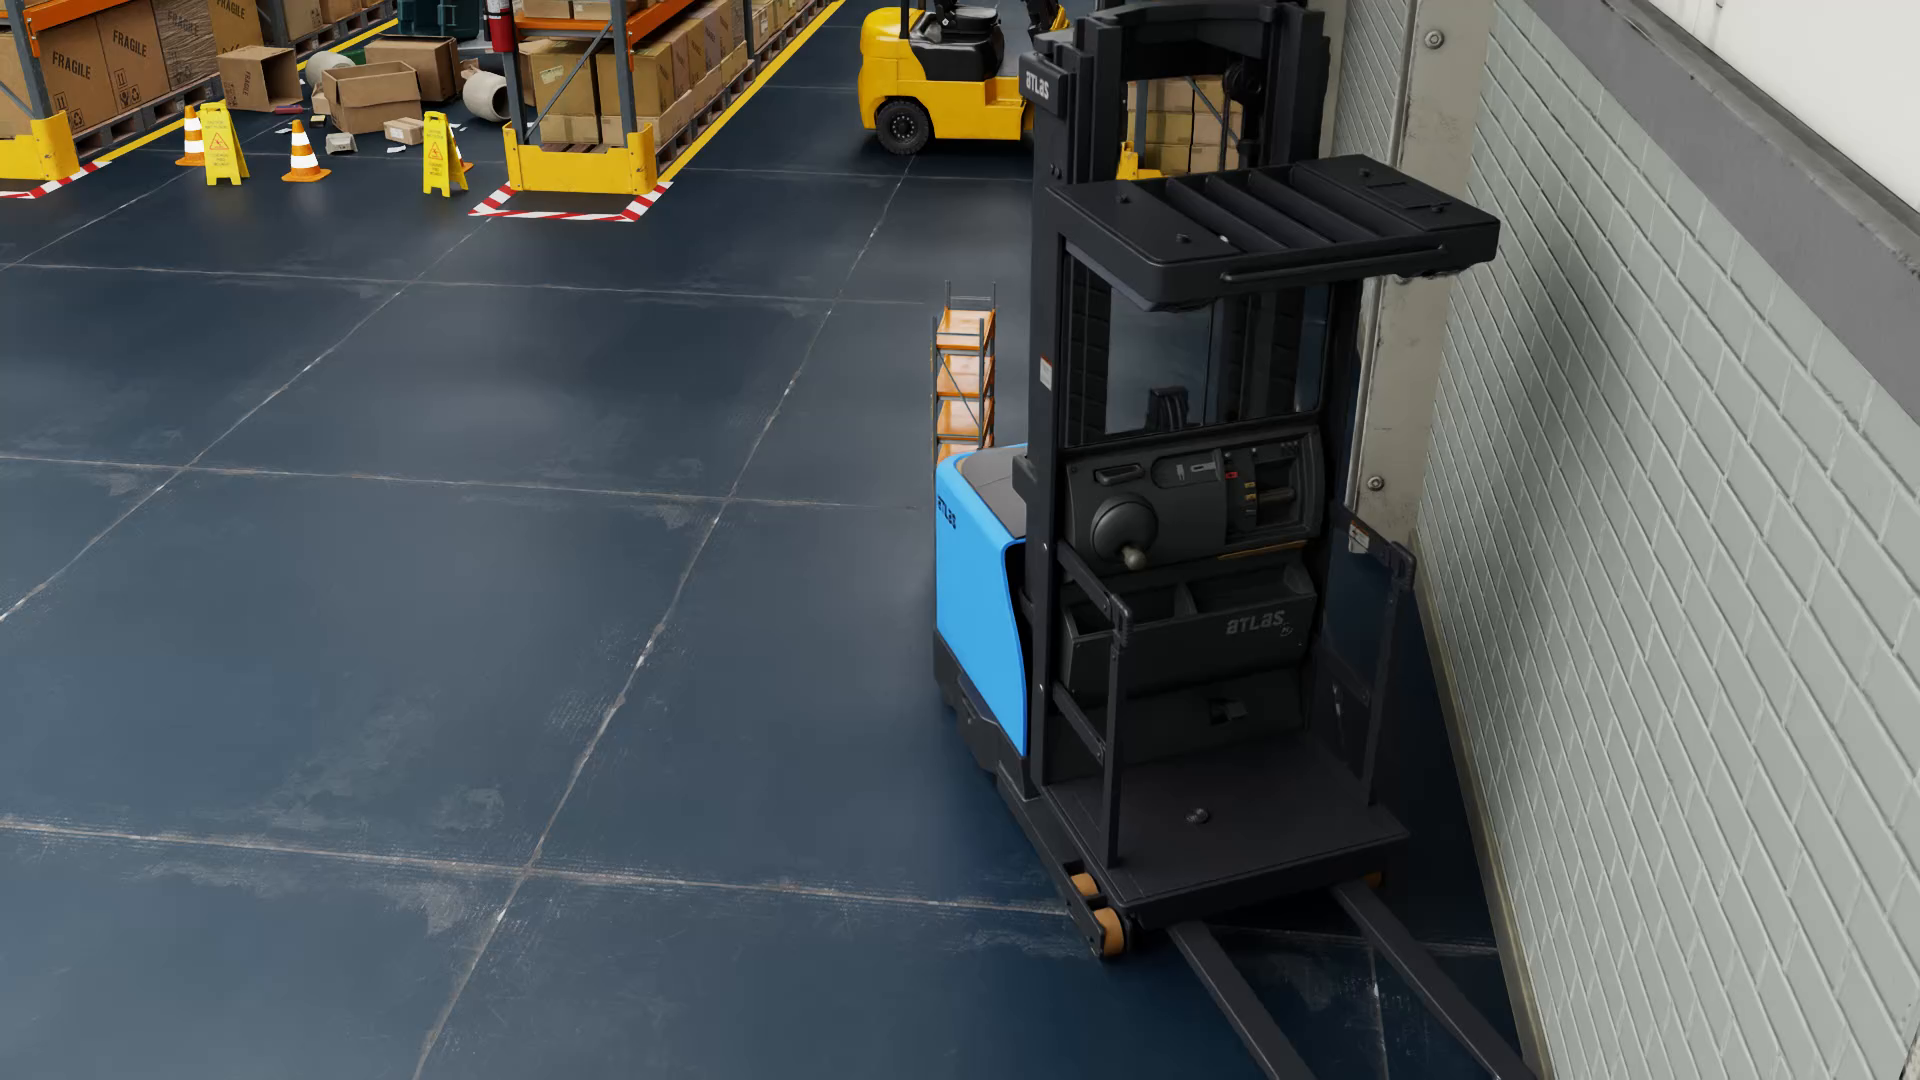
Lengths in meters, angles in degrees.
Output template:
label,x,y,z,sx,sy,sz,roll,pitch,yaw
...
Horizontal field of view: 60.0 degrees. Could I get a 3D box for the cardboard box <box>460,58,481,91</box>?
label,x,y,z,sx,sy,sz,roll,pitch,yaw
cardboard box,-4.827,-4.601,16.511,0.258,0.266,0.396,-17,33,-29

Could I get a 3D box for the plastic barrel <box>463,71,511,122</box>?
label,x,y,z,sx,sy,sz,roll,pitch,yaw
plastic barrel,-4.337,-4.107,15.427,0.421,0.421,0.512,-24,36,-37

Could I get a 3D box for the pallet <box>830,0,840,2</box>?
label,x,y,z,sx,sy,sz,roll,pitch,yaw
pallet,-1.936,-7.086,21.180,1.003,0.211,1.213,3,28,6

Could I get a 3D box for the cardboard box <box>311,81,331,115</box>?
label,x,y,z,sx,sy,sz,roll,pitch,yaw
cardboard box,-5.905,-4.184,15.737,0.396,0.266,0.258,8,29,15

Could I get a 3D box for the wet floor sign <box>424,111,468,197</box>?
label,x,y,z,sx,sy,sz,roll,pitch,yaw
wet floor sign,-4.173,-3.117,13.356,0.267,0.644,0.232,14,31,24

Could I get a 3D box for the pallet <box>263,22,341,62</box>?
label,x,y,z,sx,sy,sz,roll,pitch,yaw
pallet,-7.503,-5.444,18.132,1.003,0.211,1.213,3,28,6

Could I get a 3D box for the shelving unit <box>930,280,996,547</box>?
label,x,y,z,sx,sy,sz,roll,pitch,yaw
shelving unit,0.020,-0.606,8.110,0.258,1.200,0.503,3,28,6

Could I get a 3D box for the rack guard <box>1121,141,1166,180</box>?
label,x,y,z,sx,sy,sz,roll,pitch,yaw
rack guard,1.836,-2.782,12.888,1.175,0.500,0.348,3,28,6

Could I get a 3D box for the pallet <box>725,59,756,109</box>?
label,x,y,z,sx,sy,sz,roll,pitch,yaw
pallet,-2.645,-4.518,16.414,1.003,0.211,1.213,3,28,6

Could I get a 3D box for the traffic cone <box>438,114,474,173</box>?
label,x,y,z,sx,sy,sz,roll,pitch,yaw
traffic cone,-4.315,-3.341,13.965,0.336,0.463,0.334,3,28,6

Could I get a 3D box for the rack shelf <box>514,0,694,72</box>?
label,x,y,z,sx,sy,sz,roll,pitch,yaw
rack shelf,-2.842,-4.806,14.766,1.077,0.370,4.000,3,28,6

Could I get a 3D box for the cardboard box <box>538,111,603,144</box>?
label,x,y,z,sx,sy,sz,roll,pitch,yaw
cardboard box,-3.252,-3.563,14.157,0.500,0.250,0.500,3,28,6

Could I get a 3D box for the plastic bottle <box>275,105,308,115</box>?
label,x,y,z,sx,sy,sz,roll,pitch,yaw
plastic bottle,-6.331,-4.080,15.759,0.283,0.061,0.133,-6,29,-11

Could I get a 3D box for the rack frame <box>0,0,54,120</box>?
label,x,y,z,sx,sy,sz,roll,pitch,yaw
rack frame,-8.013,-4.421,13.294,1.000,3.000,0.127,3,28,6

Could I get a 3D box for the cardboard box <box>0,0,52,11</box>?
label,x,y,z,sx,sy,sz,roll,pitch,yaw
cardboard box,-8.012,-4.664,13.587,0.875,0.550,0.550,3,28,6

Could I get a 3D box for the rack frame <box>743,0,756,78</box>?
label,x,y,z,sx,sy,sz,roll,pitch,yaw
rack frame,-2.597,-6.064,16.343,1.000,3.000,0.127,3,28,6

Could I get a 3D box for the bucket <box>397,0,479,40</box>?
label,x,y,z,sx,sy,sz,roll,pitch,yaw
bucket,-5.251,-5.334,16.837,0.726,0.611,0.620,14,21,24

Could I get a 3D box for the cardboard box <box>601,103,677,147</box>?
label,x,y,z,sx,sy,sz,roll,pitch,yaw
cardboard box,-2.714,-3.519,14.076,0.500,0.250,0.500,3,28,6

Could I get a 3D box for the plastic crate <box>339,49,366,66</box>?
label,x,y,z,sx,sy,sz,roll,pitch,yaw
plastic crate,-6.244,-4.933,17.149,0.450,0.188,0.662,9,28,37

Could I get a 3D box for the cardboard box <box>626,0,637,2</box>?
label,x,y,z,sx,sy,sz,roll,pitch,yaw
cardboard box,-2.754,-4.563,13.138,0.500,0.500,0.500,3,28,5

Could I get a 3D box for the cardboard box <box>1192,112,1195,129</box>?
label,x,y,z,sx,sy,sz,roll,pitch,yaw
cardboard box,2.153,-3.535,13.578,0.500,0.250,0.500,3,28,6

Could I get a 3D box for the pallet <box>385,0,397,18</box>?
label,x,y,z,sx,sy,sz,roll,pitch,yaw
pallet,-7.204,-6.592,20.264,1.003,0.211,1.213,3,28,6

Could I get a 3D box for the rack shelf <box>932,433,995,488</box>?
label,x,y,z,sx,sy,sz,roll,pitch,yaw
rack shelf,0.020,-0.372,8.236,0.258,0.148,0.480,3,28,6

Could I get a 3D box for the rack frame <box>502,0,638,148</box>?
label,x,y,z,sx,sy,sz,roll,pitch,yaw
rack frame,-3.087,-4.181,12.848,1.000,3.000,0.127,3,28,6

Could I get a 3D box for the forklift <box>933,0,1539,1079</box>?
label,x,y,z,sx,sy,sz,roll,pitch,yaw
forklift,0.864,-0.099,5.344,1.130,2.935,3.031,-10,30,-17

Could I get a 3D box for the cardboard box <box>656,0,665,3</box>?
label,x,y,z,sx,sy,sz,roll,pitch,yaw
cardboard box,-2.634,-4.575,13.844,0.380,0.149,0.250,4,29,7

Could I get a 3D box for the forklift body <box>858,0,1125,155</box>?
label,x,y,z,sx,sy,sz,roll,pitch,yaw
forklift body,0.261,-4.519,14.371,2.313,2.155,1.214,3,28,6

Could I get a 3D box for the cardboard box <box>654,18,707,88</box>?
label,x,y,z,sx,sy,sz,roll,pitch,yaw
cardboard box,-2.583,-4.342,14.813,0.500,0.500,0.500,4,29,7

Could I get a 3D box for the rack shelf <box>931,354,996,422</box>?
label,x,y,z,sx,sy,sz,roll,pitch,yaw
rack shelf,0.020,-0.744,8.036,0.258,0.148,0.480,3,28,6

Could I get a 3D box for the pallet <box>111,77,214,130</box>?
label,x,y,z,sx,sy,sz,roll,pitch,yaw
pallet,-7.840,-4.147,15.725,1.003,0.211,1.213,3,28,6

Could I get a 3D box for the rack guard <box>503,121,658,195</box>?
label,x,y,z,sx,sy,sz,roll,pitch,yaw
rack guard,-3.078,-3.116,13.507,1.175,0.500,0.348,3,28,6

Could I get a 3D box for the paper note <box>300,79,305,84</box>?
label,x,y,z,sx,sy,sz,roll,pitch,yaw
paper note,-6.706,-4.628,16.808,0.147,0.020,0.142,-17,33,-29

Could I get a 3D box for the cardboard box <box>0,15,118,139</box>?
label,x,y,z,sx,sy,sz,roll,pitch,yaw
cardboard box,-7.995,-3.994,14.298,0.875,0.875,0.875,4,29,6

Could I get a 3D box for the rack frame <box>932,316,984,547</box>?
label,x,y,z,sx,sy,sz,roll,pitch,yaw
rack frame,-0.010,-0.491,7.897,0.240,1.200,0.015,3,28,6

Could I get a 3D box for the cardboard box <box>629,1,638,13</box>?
label,x,y,z,sx,sy,sz,roll,pitch,yaw
cardboard box,-2.824,-4.338,13.404,0.380,0.149,0.250,4,29,7

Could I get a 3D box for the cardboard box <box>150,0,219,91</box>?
label,x,y,z,sx,sy,sz,roll,pitch,yaw
cardboard box,-7.776,-4.837,15.863,0.875,0.875,0.875,4,29,7

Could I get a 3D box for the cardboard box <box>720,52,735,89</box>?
label,x,y,z,sx,sy,sz,roll,pitch,yaw
cardboard box,-2.458,-4.493,15.884,0.500,0.250,0.500,3,28,5

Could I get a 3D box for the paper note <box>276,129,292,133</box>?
label,x,y,z,sx,sy,sz,roll,pitch,yaw
paper note,-6.141,-3.733,15.149,0.144,0.017,0.142,14,31,24

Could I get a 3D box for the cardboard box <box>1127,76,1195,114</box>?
label,x,y,z,sx,sy,sz,roll,pitch,yaw
cardboard box,1.586,-3.544,13.067,0.500,0.250,0.500,4,29,8

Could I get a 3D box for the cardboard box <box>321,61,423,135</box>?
label,x,y,z,sx,sy,sz,roll,pitch,yaw
cardboard box,-5.385,-4.056,15.248,0.797,0.503,0.637,-17,33,-29

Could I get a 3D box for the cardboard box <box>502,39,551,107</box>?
label,x,y,z,sx,sy,sz,roll,pitch,yaw
cardboard box,-4.079,-4.539,16.146,0.500,0.500,0.500,-24,36,-37

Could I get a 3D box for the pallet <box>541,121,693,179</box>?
label,x,y,z,sx,sy,sz,roll,pitch,yaw
pallet,-2.944,-3.369,14.282,1.003,0.211,1.213,3,28,6

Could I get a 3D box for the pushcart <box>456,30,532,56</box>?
label,x,y,z,sx,sy,sz,roll,pitch,yaw
pushcart,-4.866,-5.018,17.167,1.648,0.377,0.936,-6,29,-11

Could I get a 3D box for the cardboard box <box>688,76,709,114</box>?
label,x,y,z,sx,sy,sz,roll,pitch,yaw
cardboard box,-2.590,-4.016,14.999,0.500,0.250,0.500,5,29,10

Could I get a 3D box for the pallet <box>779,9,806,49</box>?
label,x,y,z,sx,sy,sz,roll,pitch,yaw
pallet,-2.356,-5.779,18.754,1.003,0.211,1.213,3,28,6

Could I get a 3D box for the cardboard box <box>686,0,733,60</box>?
label,x,y,z,sx,sy,sz,roll,pitch,yaw
cardboard box,-2.464,-4.835,15.727,0.500,0.500,0.500,4,29,7

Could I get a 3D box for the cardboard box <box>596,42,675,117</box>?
label,x,y,z,sx,sy,sz,roll,pitch,yaw
cardboard box,-2.712,-3.860,13.918,0.500,0.500,0.500,2,28,4

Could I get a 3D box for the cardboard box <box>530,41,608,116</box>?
label,x,y,z,sx,sy,sz,roll,pitch,yaw
cardboard box,-3.248,-3.878,13.951,0.500,0.500,0.500,4,29,7

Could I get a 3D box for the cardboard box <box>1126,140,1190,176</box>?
label,x,y,z,sx,sy,sz,roll,pitch,yaw
cardboard box,1.583,-3.108,13.313,0.500,0.250,0.500,4,29,7

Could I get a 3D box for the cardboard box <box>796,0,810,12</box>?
label,x,y,z,sx,sy,sz,roll,pitch,yaw
cardboard box,-2.269,-6.362,19.223,0.950,0.372,0.625,3,28,5

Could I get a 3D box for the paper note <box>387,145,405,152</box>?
label,x,y,z,sx,sy,sz,roll,pitch,yaw
paper note,-4.947,-3.434,14.593,0.148,0.019,0.142,-6,29,-11

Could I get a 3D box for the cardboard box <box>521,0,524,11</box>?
label,x,y,z,sx,sy,sz,roll,pitch,yaw
cardboard box,-3.333,-4.385,13.491,0.380,0.149,0.250,3,28,6

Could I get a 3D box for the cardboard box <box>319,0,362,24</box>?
label,x,y,z,sx,sy,sz,roll,pitch,yaw
cardboard box,-7.414,-6.250,18.617,1.050,0.750,0.750,3,28,6

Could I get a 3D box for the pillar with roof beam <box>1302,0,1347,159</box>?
label,x,y,z,sx,sy,sz,roll,pitch,yaw
pillar with roof beam,-1.453,-7.061,11.868,9.100,9.000,0.400,3,28,6

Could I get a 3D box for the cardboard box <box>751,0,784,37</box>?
label,x,y,z,sx,sy,sz,roll,pitch,yaw
cardboard box,-2.451,-5.677,17.954,0.950,0.372,0.625,5,29,9

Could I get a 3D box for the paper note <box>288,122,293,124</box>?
label,x,y,z,sx,sy,sz,roll,pitch,yaw
paper note,-6.179,-3.877,15.437,0.032,0.001,0.123,20,34,32
